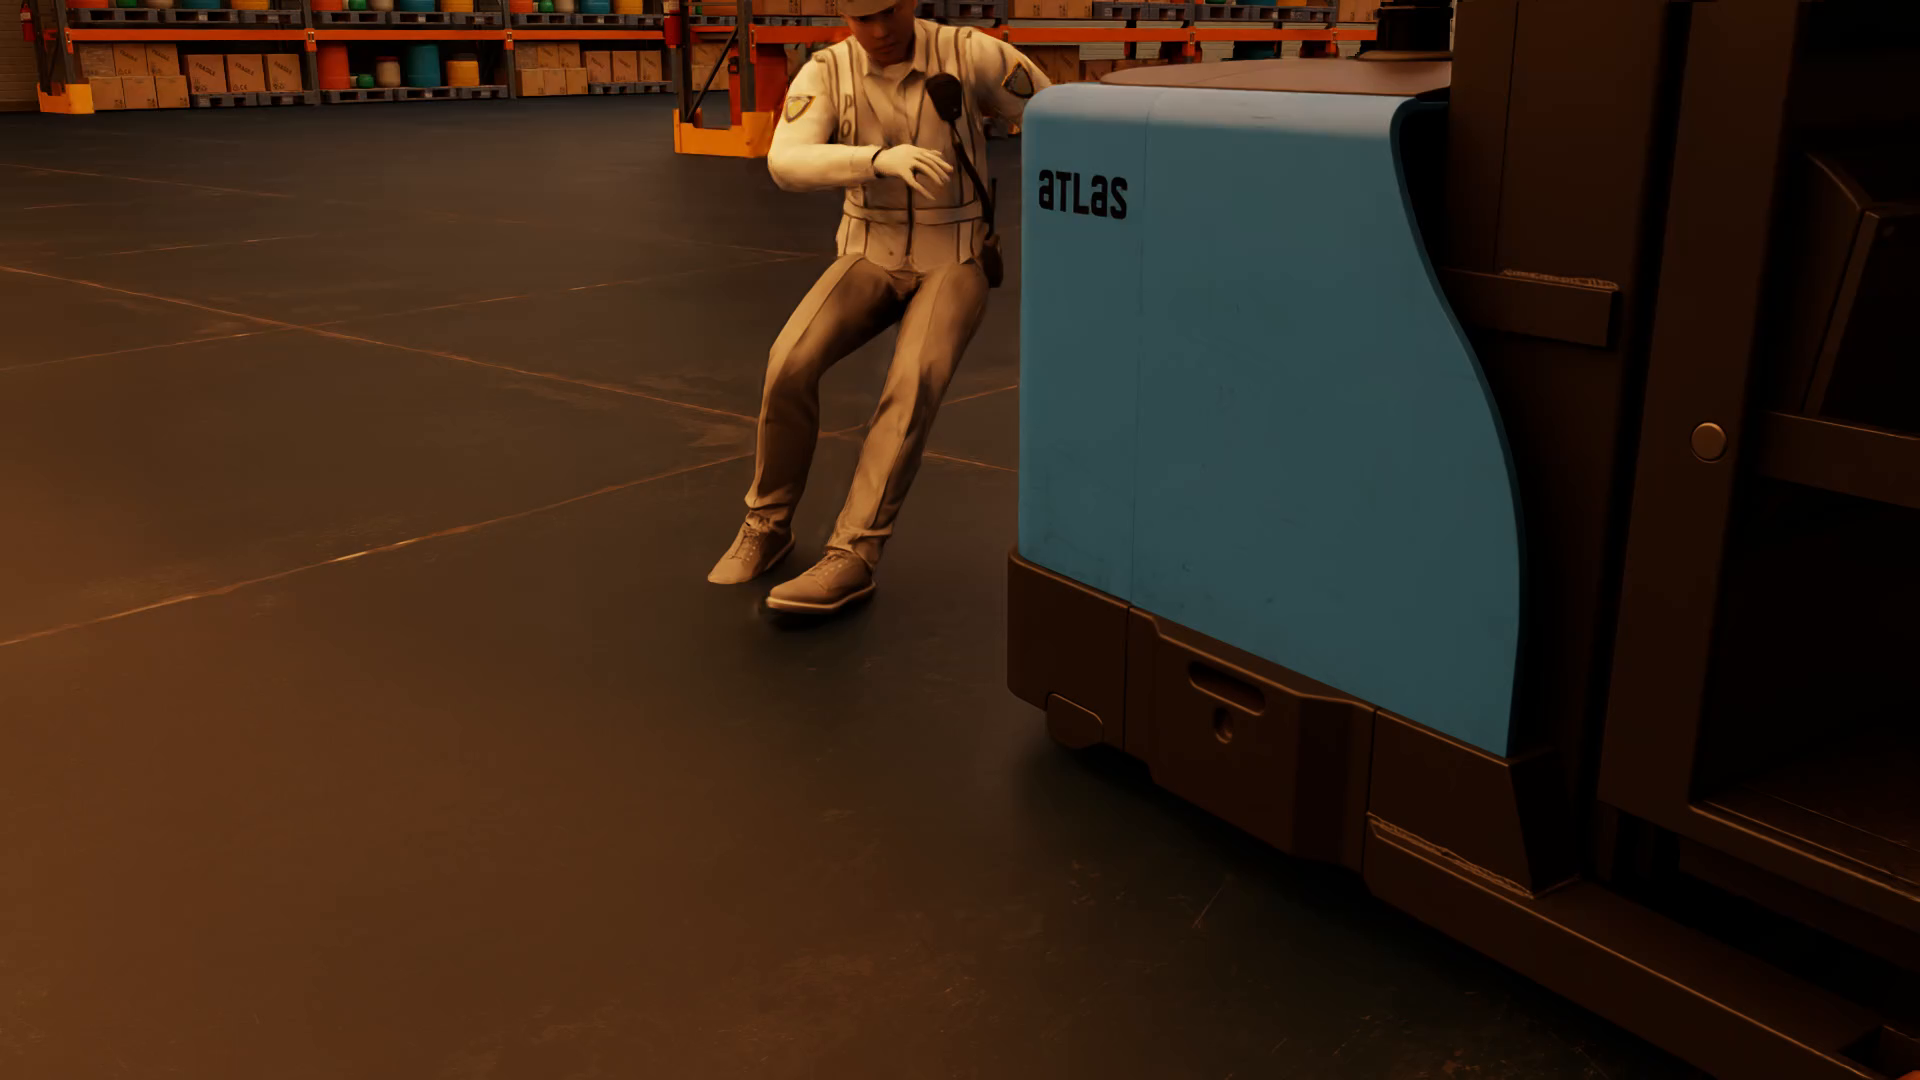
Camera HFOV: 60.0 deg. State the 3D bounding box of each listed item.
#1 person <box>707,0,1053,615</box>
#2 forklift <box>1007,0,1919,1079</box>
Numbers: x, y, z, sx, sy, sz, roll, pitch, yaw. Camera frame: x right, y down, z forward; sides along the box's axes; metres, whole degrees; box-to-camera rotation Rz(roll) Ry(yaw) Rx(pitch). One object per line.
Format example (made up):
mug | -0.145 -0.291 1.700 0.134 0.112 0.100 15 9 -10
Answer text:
person | -0.056 -0.566 3.551 0.995 1.416 0.900 2 17 7
forklift | 1.335 -0.817 1.589 1.130 2.935 3.031 -11 20 -33
